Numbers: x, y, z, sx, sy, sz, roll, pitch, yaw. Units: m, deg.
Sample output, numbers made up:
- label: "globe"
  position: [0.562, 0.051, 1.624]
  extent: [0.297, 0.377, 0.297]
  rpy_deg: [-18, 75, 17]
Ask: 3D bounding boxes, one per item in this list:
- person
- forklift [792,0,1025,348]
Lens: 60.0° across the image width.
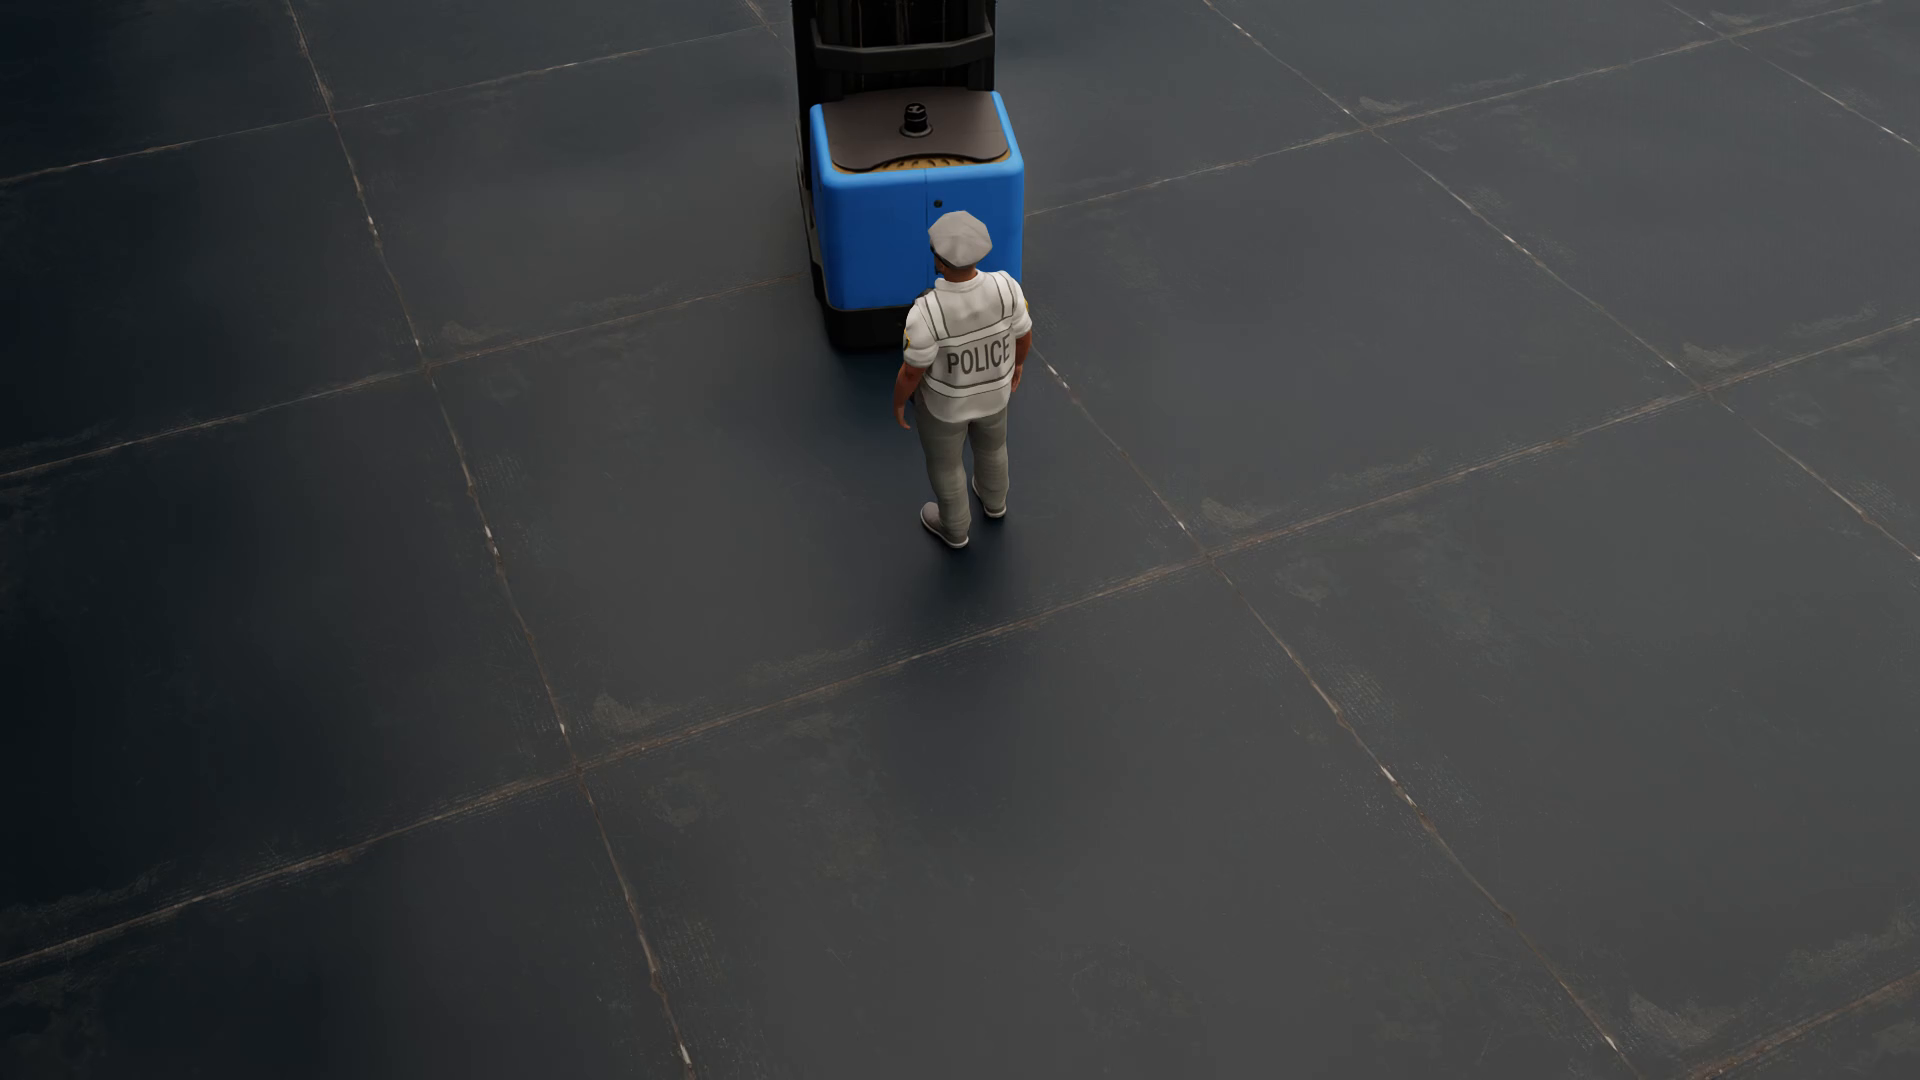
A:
- label: "person"
  position: [-0.022, -0.709, 7.270]
  extent: [0.641, 1.780, 0.574]
  rpy_deg: [-18, 46, -18]
- label: "forklift"
  position: [-0.391, -3.099, 9.001]
  extent: [1.130, 2.935, 3.031]
  rpy_deg: [-6, 43, -6]
